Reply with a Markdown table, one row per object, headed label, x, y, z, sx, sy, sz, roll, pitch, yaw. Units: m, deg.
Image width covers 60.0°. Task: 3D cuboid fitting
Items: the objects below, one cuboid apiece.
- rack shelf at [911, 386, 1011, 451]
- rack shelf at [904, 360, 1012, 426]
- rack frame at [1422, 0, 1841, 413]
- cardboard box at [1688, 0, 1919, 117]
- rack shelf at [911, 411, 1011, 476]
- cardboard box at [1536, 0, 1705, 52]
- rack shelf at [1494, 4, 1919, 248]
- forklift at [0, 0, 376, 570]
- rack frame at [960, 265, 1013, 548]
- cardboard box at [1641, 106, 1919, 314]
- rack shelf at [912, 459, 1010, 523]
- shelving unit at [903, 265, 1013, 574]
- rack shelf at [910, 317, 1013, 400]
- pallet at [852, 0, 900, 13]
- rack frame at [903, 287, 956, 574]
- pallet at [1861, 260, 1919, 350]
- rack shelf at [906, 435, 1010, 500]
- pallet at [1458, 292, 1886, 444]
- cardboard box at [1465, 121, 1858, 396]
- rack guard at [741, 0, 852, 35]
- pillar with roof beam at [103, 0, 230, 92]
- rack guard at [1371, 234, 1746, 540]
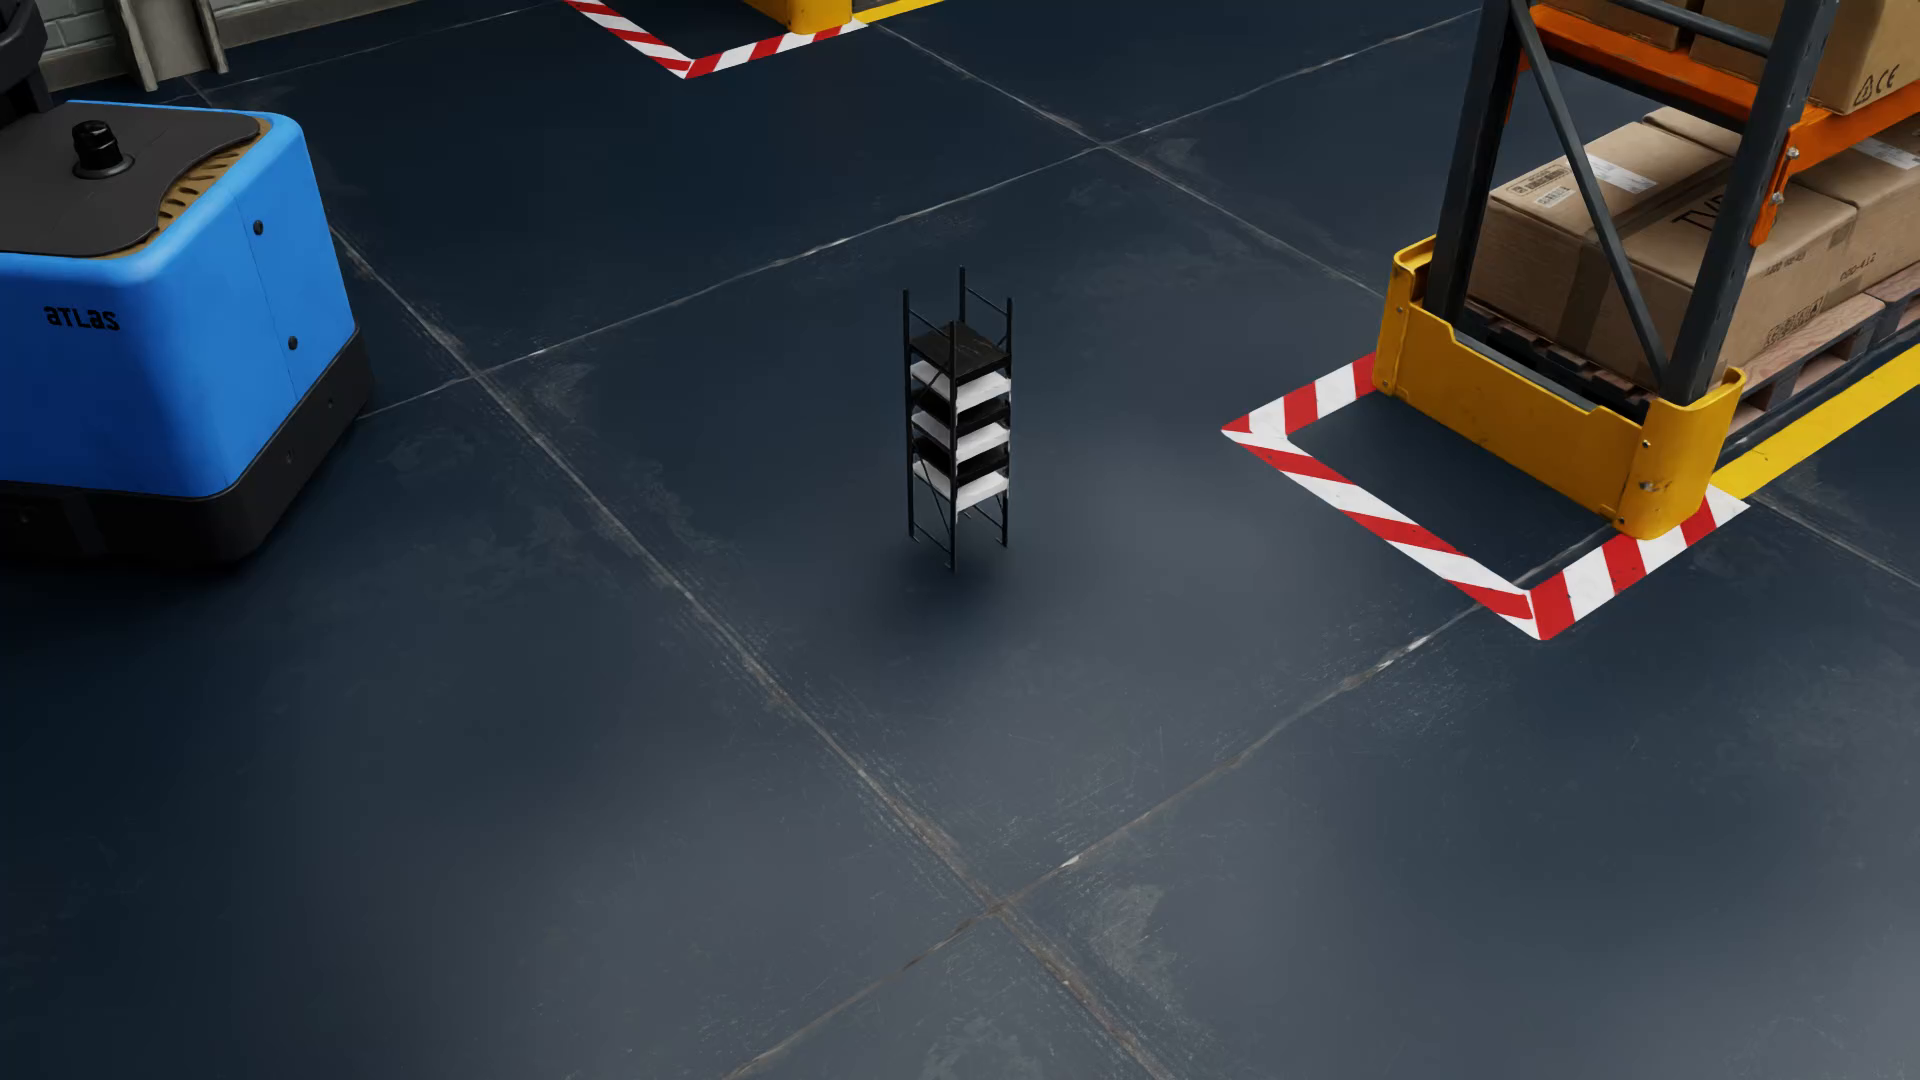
| label | x | y | z | sx | sy | sz | roll | pitch | yaw |
| --- | --- | --- | --- | --- | --- | --- | --- | --- | --- |
| rack shelf | -0.006 | -0.389 | 4.925 | 0.200 | 0.077 | 0.258 | -26 | 46 | -28 |
| rack shelf | -0.006 | -0.458 | 4.868 | 0.200 | 0.077 | 0.258 | -26 | 46 | -28 |
| rack frame | 1.952 | -1.511 | 4.727 | 0.127 | 3.000 | 1.000 | -26 | 46 | -28 |
| cardboard box | 2.508 | -1.591 | 4.745 | 0.500 | 0.500 | 0.500 | -26 | 46 | -28 |
| rack shelf | -0.006 | -0.319 | 4.982 | 0.200 | 0.077 | 0.258 | -26 | 46 | -28 |
| cardboard box | 2.173 | -1.869 | 5.085 | 0.500 | 0.500 | 0.500 | -26 | 46 | -28 |
| rack shelf | 3.538 | -2.006 | 5.897 | 4.000 | 0.370 | 1.077 | -26 | 46 | -28 |
| forklift | -3.592 | -1.467 | 4.727 | 3.031 | 2.935 | 1.130 | 5 | 40 | 6 |
| rack frame | 0.074 | -0.384 | 5.009 | 0.006 | 0.900 | 0.240 | -26 | 46 | -28 |
| cardboard box | 3.135 | -1.346 | 6.215 | 0.875 | 0.438 | 0.875 | -25 | 45 | -27 |
| rack shelf | -0.006 | -0.180 | 5.096 | 0.200 | 0.077 | 0.258 | -26 | 46 | -28 |
| shelving unit | -0.006 | -0.345 | 4.961 | 0.210 | 0.900 | 0.258 | -26 | 46 | -28 |
| rack shelf | -0.006 | -0.528 | 4.811 | 0.200 | 0.077 | 0.258 | -26 | 46 | -28 |
| pallet | -0.384 | -3.266 | 9.065 | 1.213 | 0.211 | 1.003 | -26 | 46 | -28 |
| rack frame | -0.087 | -0.305 | 4.913 | 0.006 | 0.900 | 0.240 | -26 | 46 | -28 |
| pallet | 3.505 | -1.250 | 6.608 | 1.213 | 0.211 | 1.003 | -26 | 46 | -28 |
| rack shelf | -0.006 | -0.249 | 5.039 | 0.200 | 0.077 | 0.258 | -26 | 46 | -28 |
| pallet | 2.538 | -0.781 | 6.036 | 1.213 | 0.211 | 1.003 | -26 | 46 | -28 |
| cardboard box | 2.415 | -0.988 | 5.779 | 0.875 | 0.438 | 0.875 | -28 | 47 | -29 |
| rack guard | -1.015 | -3.069 | 8.597 | 0.348 | 0.500 | 1.175 | -26 | 46 | -28 |
| pillar with roof beam | -1.139 | -3.572 | 2.509 | 0.400 | 9.000 | 9.100 | -26 | 46 | -28 |
| rack guard | 1.933 | -0.535 | 5.509 | 0.348 | 0.500 | 1.175 | -26 | 46 | -28 |
